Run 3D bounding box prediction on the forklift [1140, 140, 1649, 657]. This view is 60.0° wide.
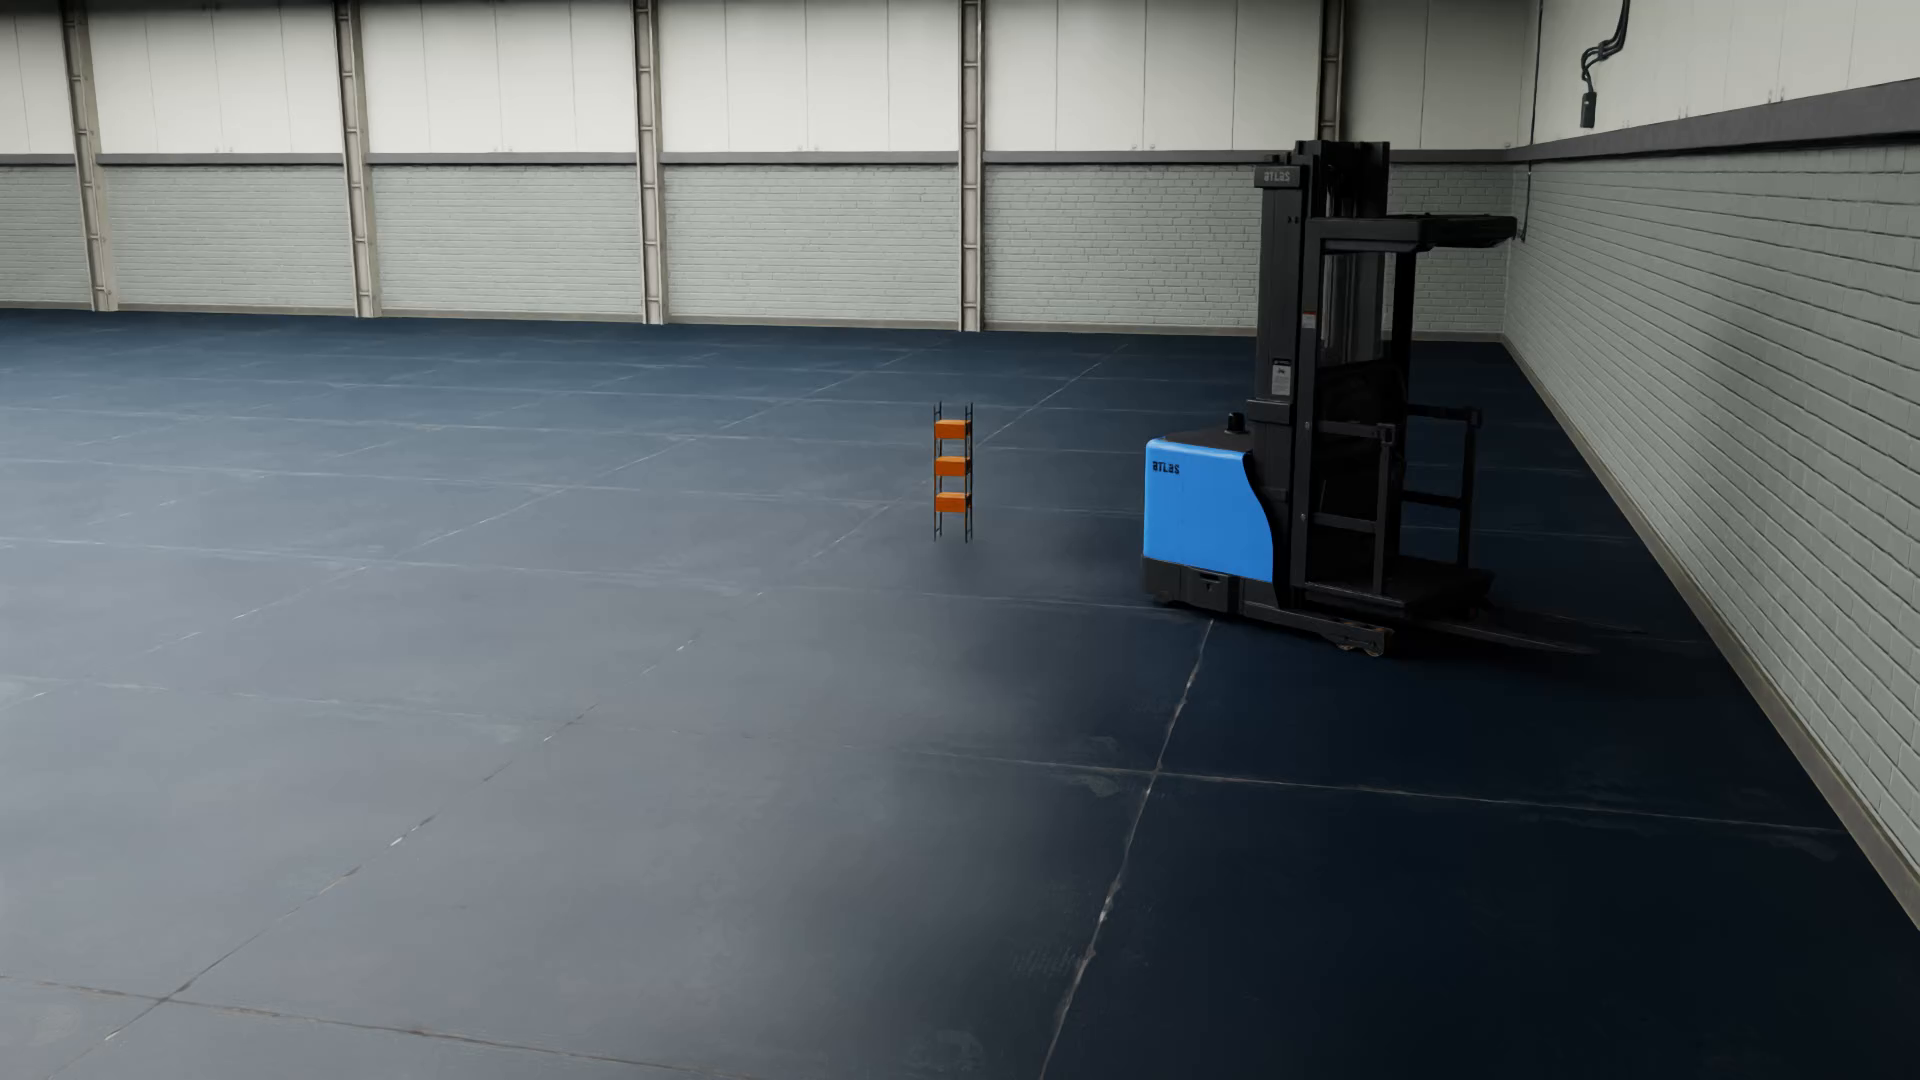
[{"bbox_3d":[2.583,-0.878,9.925,3.031,2.935,1.130,12,17,43],"label":"forklift"}]

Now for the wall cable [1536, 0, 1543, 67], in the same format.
[{"bbox_3d":[7.919,-7.733,22.323,0.112,2.526,3.097,3,13,14],"label":"wall cable"}]

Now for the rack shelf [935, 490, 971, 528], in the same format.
[{"bbox_3d":[-0.052,-0.234,12.695,0.240,0.259,0.215,3,13,14],"label":"rack shelf"}]

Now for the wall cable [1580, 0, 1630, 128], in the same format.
[{"bbox_3d":[6.277,-7.017,15.735,0.169,6.003,2.305,3,13,14],"label":"wall cable"}]

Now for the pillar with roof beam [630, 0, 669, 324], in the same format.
[{"bbox_3d":[-6.658,-7.501,25.767,0.400,9.000,9.100,3,13,14],"label":"pillar with roof beam"}]

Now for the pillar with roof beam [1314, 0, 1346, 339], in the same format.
[{"bbox_3d":[4.993,-6.878,22.960,0.400,9.000,9.100,3,13,14],"label":"pillar with roof beam"}]

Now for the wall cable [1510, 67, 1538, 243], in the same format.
[{"bbox_3d":[8.567,-5.837,25.434,0.112,2.526,3.097,3,13,14],"label":"wall cable"}]

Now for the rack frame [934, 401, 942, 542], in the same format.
[{"bbox_3d":[-0.170,-0.522,12.661,0.008,1.050,0.200,3,13,14],"label":"rack frame"}]

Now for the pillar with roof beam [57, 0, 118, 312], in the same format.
[{"bbox_3d":[-18.308,-8.124,28.574,0.400,9.000,9.100,3,13,14],"label":"pillar with roof beam"}]

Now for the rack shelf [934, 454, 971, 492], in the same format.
[{"bbox_3d":[-0.052,-0.505,12.635,0.240,0.259,0.215,3,13,14],"label":"rack shelf"}]

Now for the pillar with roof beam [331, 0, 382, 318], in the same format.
[{"bbox_3d":[-12.483,-7.812,27.170,0.400,9.000,9.100,3,13,14],"label":"pillar with roof beam"}]

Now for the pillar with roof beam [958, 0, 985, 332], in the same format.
[{"bbox_3d":[-0.833,-7.190,24.363,0.400,9.000,9.100,3,13,14],"label":"pillar with roof beam"}]

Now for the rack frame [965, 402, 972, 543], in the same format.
[{"bbox_3d":[0.067,-0.509,12.604,0.008,1.050,0.200,3,13,14],"label":"rack frame"}]

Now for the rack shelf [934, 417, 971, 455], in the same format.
[{"bbox_3d":[-0.052,-0.782,12.573,0.240,0.259,0.215,3,13,14],"label":"rack shelf"}]

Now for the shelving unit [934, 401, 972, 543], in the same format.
[{"bbox_3d":[-0.052,-0.515,12.633,0.252,1.050,0.215,3,13,14],"label":"shelving unit"}]
